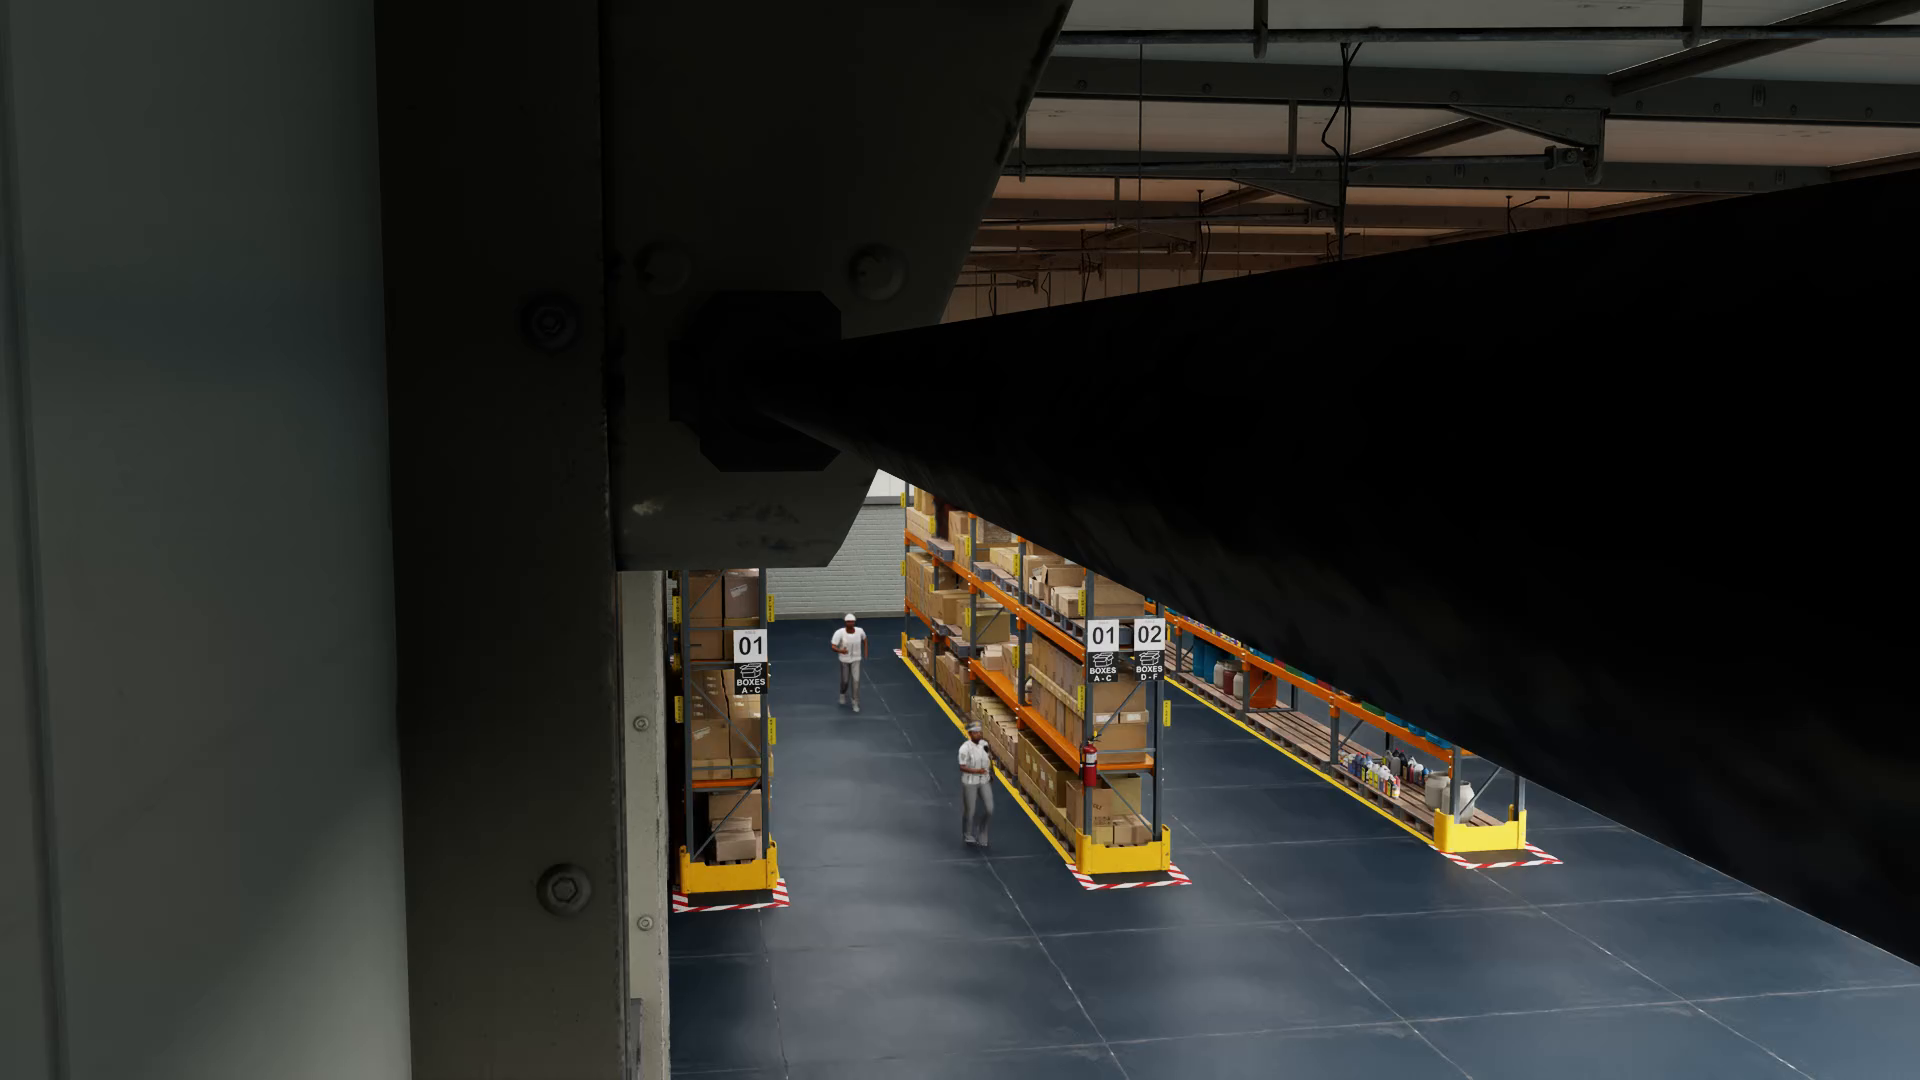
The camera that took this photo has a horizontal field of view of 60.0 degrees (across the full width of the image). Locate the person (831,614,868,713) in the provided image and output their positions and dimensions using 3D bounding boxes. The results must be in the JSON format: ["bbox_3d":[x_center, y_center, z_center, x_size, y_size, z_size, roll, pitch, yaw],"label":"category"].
[{"bbox_3d":[-2.042,2.251,30.844,0.723,1.793,0.864,-2,6,-15],"label":"person"}]

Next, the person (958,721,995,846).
[{"bbox_3d":[0.238,3.217,21.951,0.546,1.690,0.670,-3,6,-23],"label":"person"}]
